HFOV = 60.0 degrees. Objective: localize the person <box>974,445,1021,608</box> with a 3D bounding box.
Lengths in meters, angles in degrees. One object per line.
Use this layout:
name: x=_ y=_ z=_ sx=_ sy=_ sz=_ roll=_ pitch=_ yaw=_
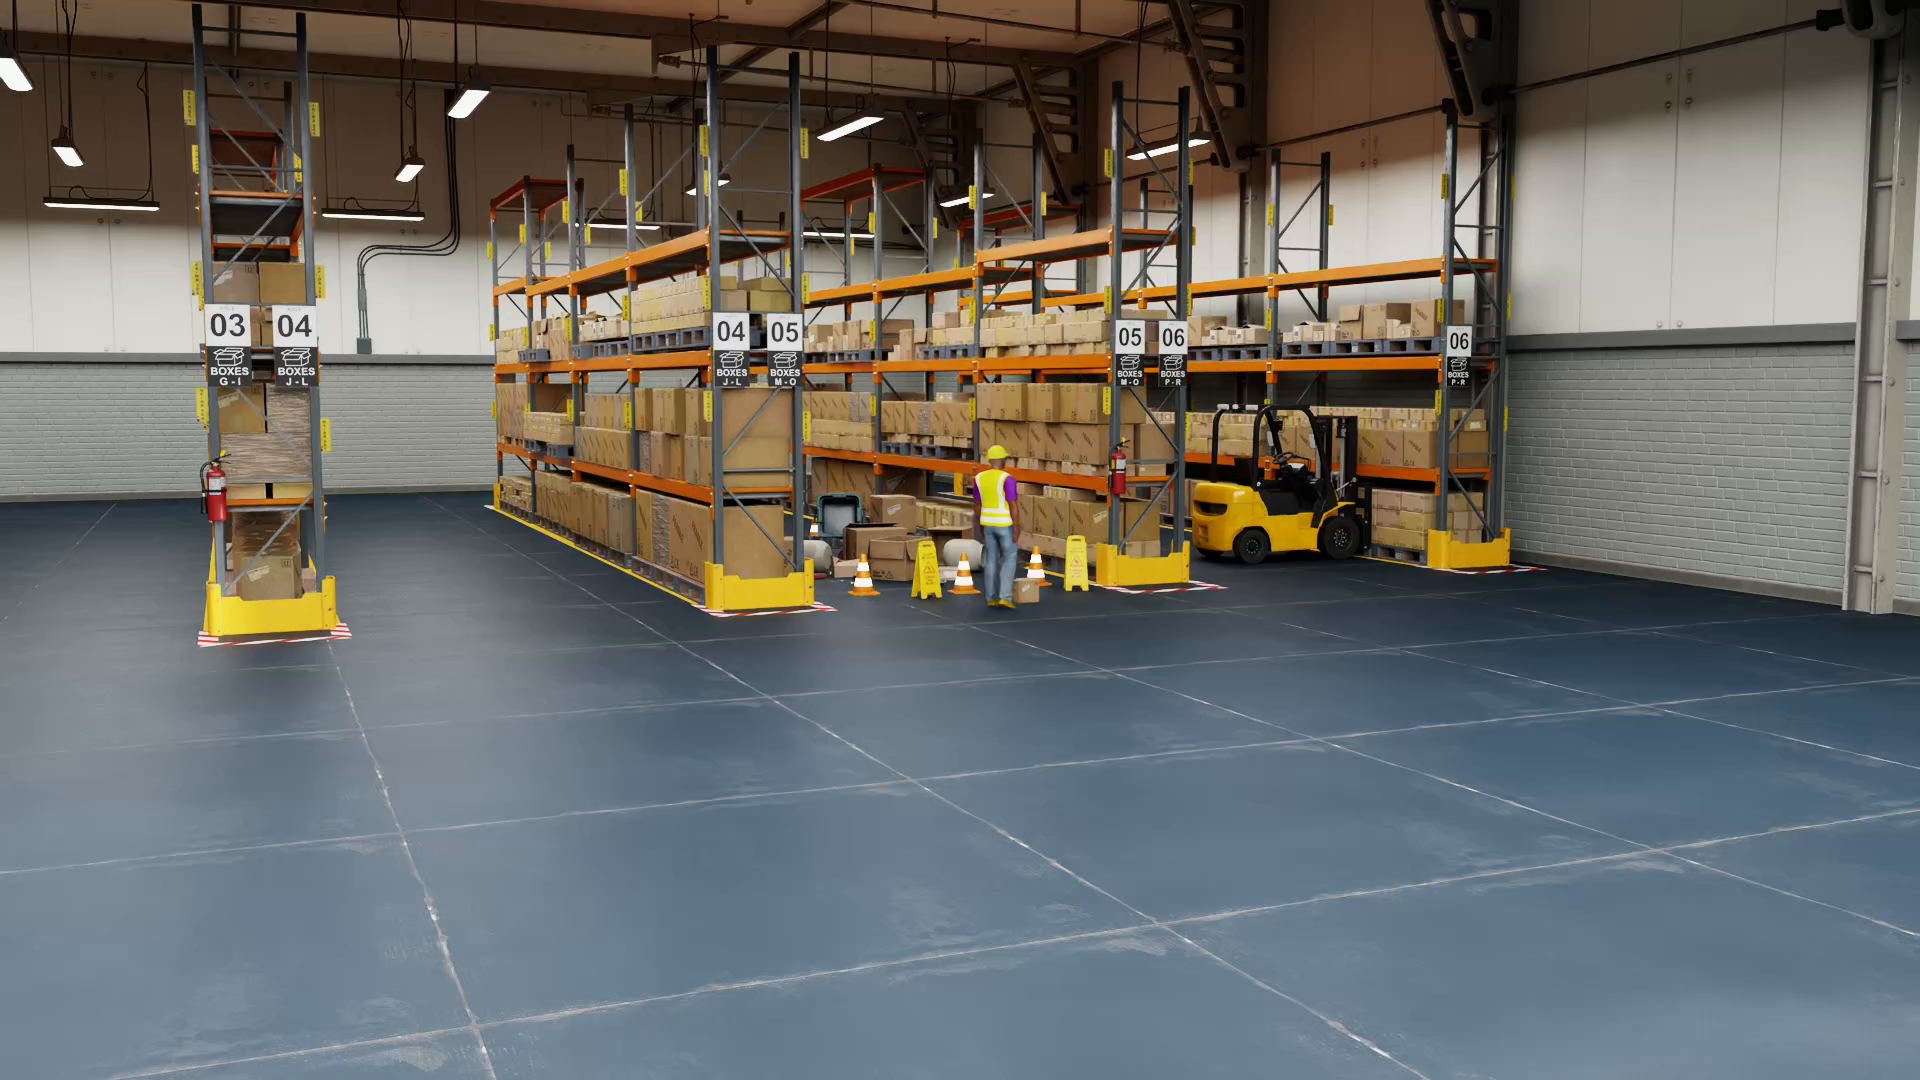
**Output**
person: x=0.435 y=-0.116 z=18.271 sx=0.577 sy=1.849 sz=0.418 roll=4 pitch=7 yaw=37
